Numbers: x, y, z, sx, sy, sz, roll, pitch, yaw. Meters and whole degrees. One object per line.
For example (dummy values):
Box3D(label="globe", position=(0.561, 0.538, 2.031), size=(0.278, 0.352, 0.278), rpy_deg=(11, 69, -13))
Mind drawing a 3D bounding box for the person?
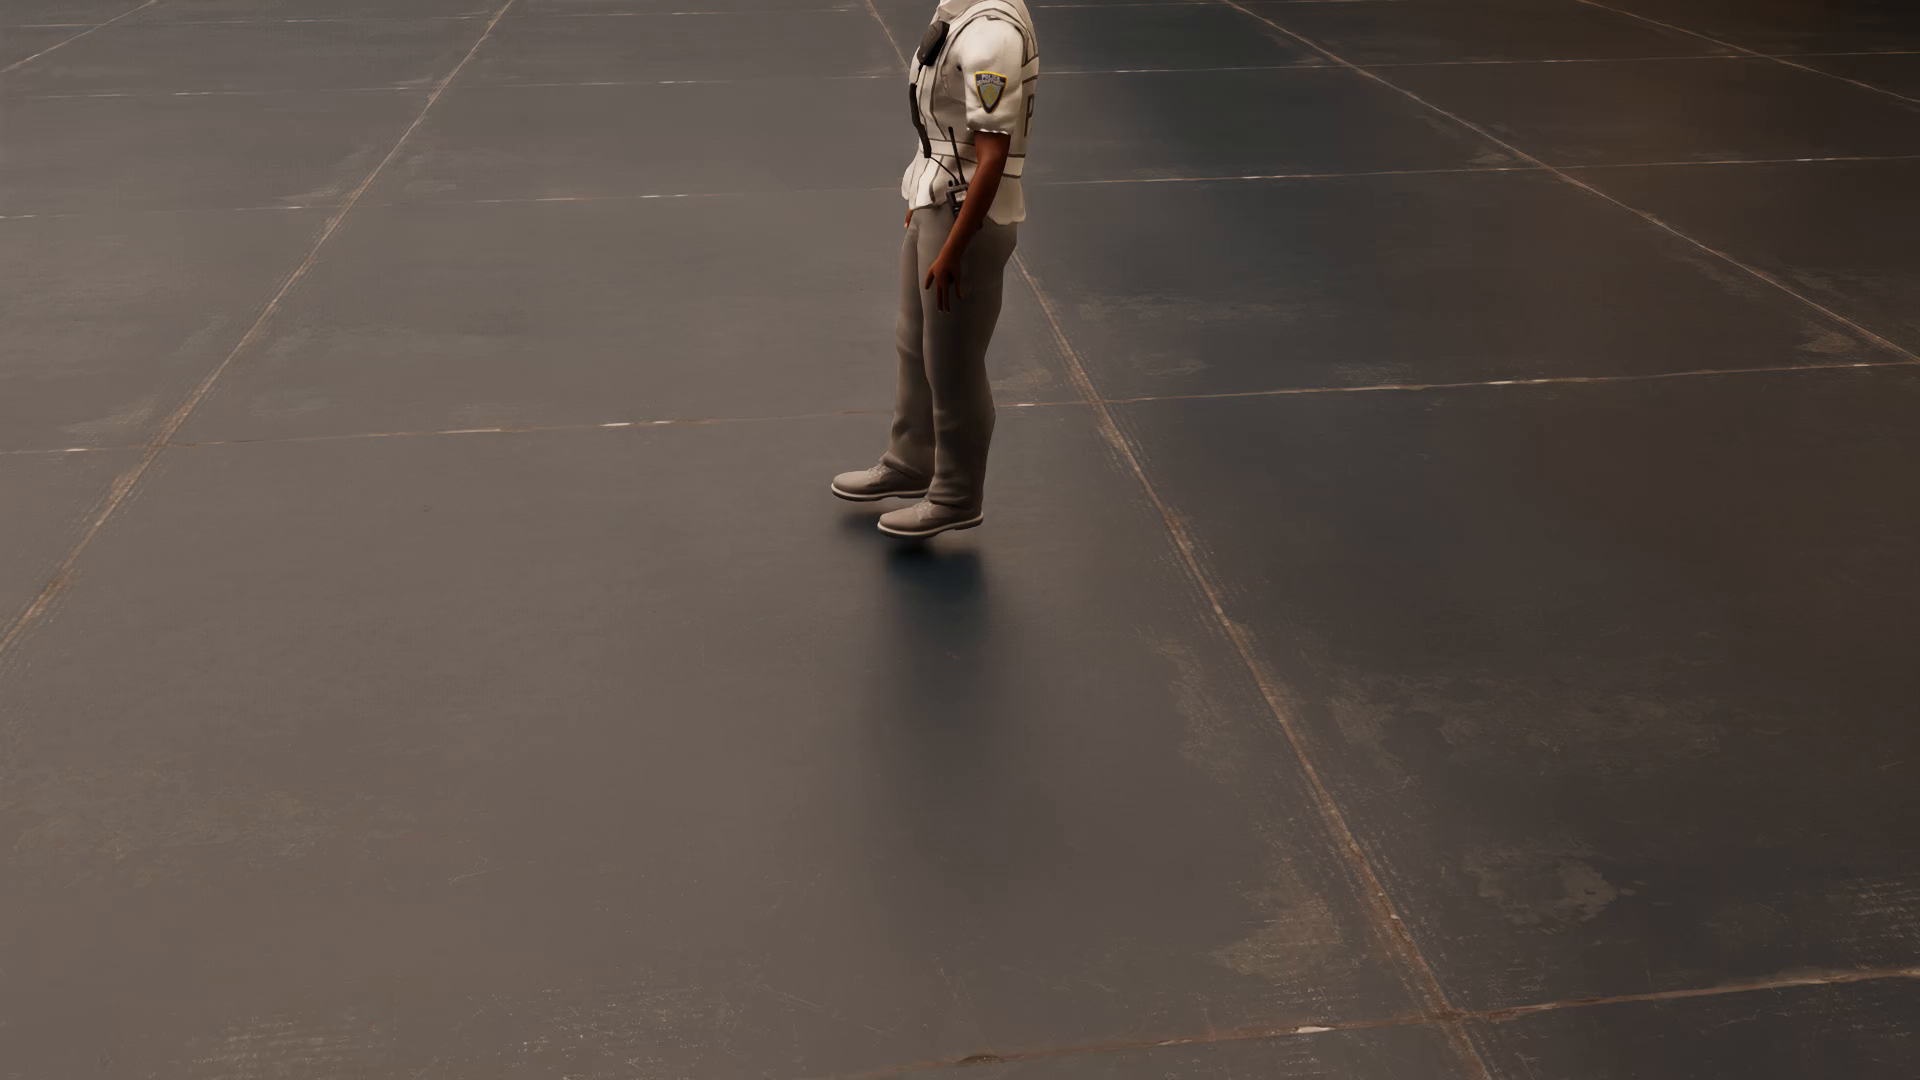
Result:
Box3D(label="person", position=(-0.076, -0.810, 4.227), size=(0.529, 1.695, 0.569), rpy_deg=(-3, 26, -7))
